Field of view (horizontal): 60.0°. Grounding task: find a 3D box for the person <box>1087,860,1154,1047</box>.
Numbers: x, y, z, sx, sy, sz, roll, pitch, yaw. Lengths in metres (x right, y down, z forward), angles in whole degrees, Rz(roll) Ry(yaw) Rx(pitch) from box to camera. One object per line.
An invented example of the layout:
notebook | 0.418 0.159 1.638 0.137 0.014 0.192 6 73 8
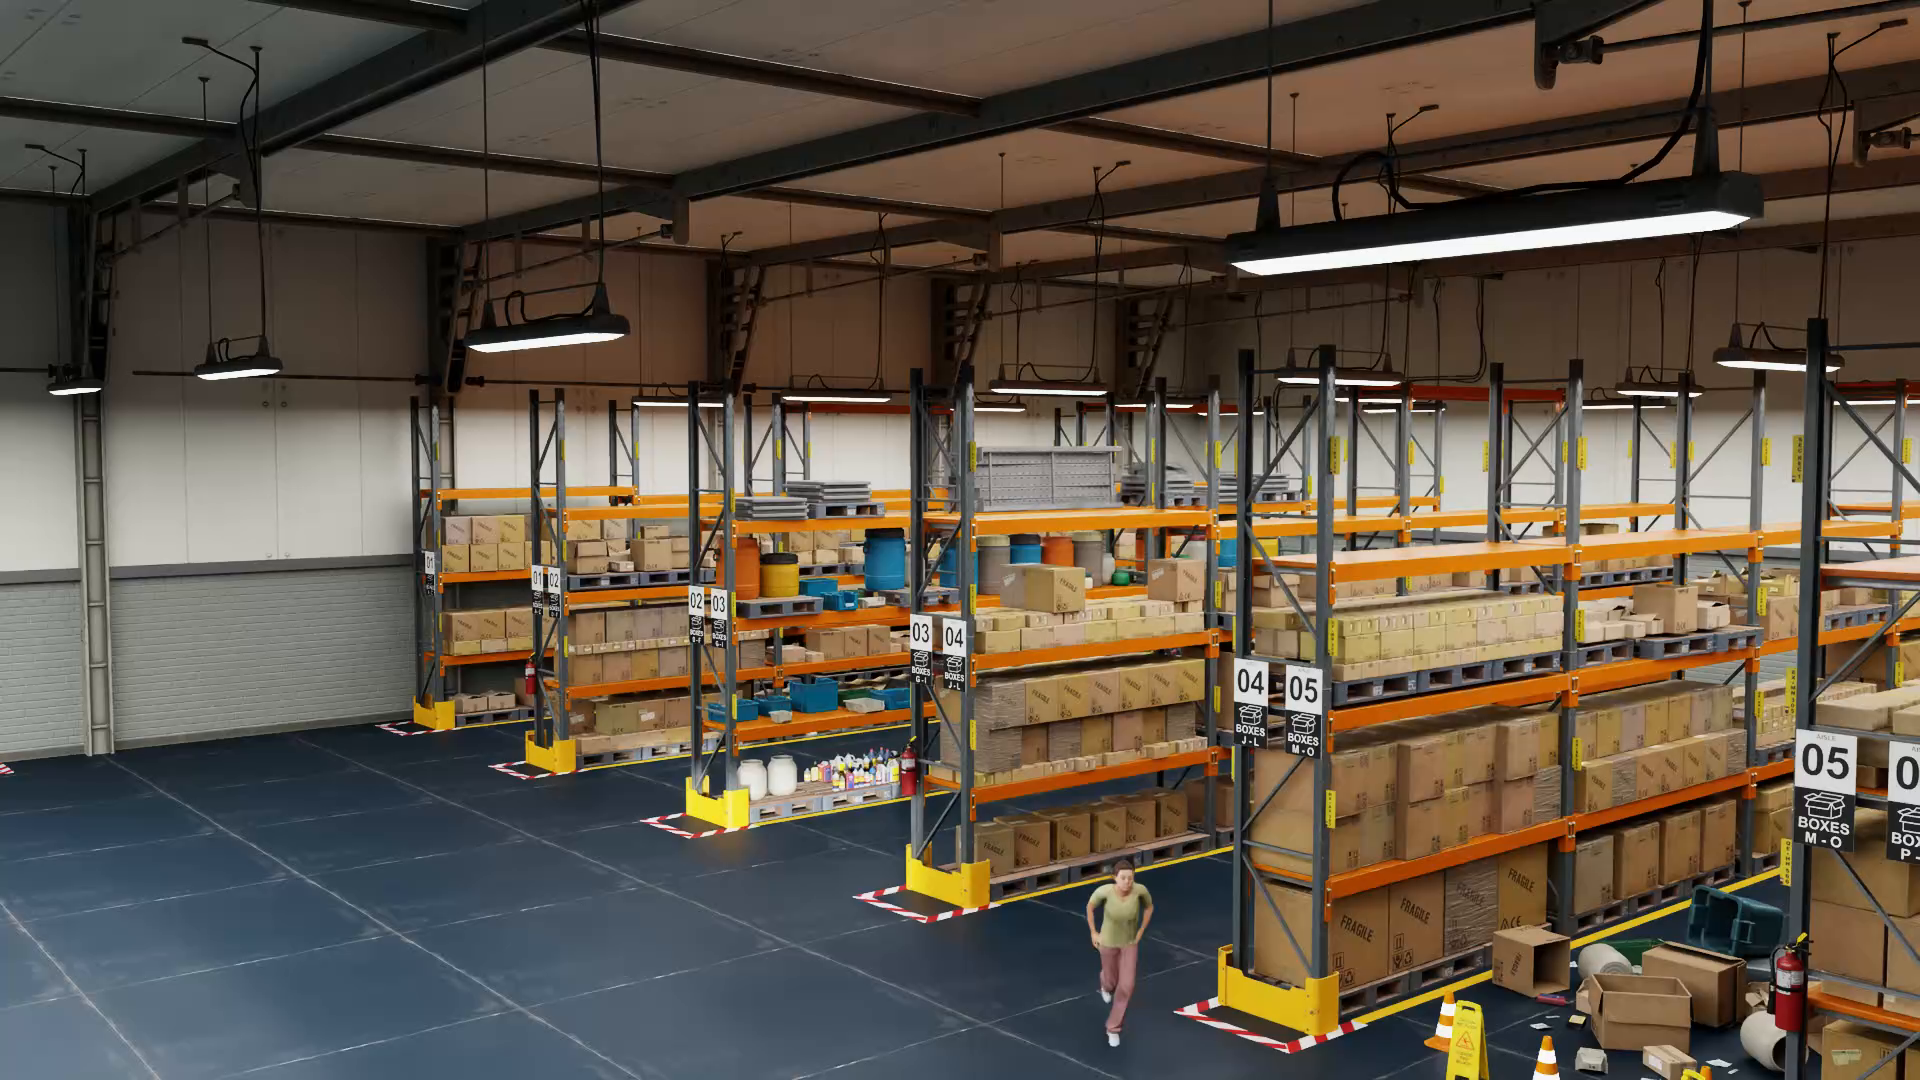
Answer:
person | 1.381 3.529 14.533 0.579 1.612 0.820 -1 3 -9
